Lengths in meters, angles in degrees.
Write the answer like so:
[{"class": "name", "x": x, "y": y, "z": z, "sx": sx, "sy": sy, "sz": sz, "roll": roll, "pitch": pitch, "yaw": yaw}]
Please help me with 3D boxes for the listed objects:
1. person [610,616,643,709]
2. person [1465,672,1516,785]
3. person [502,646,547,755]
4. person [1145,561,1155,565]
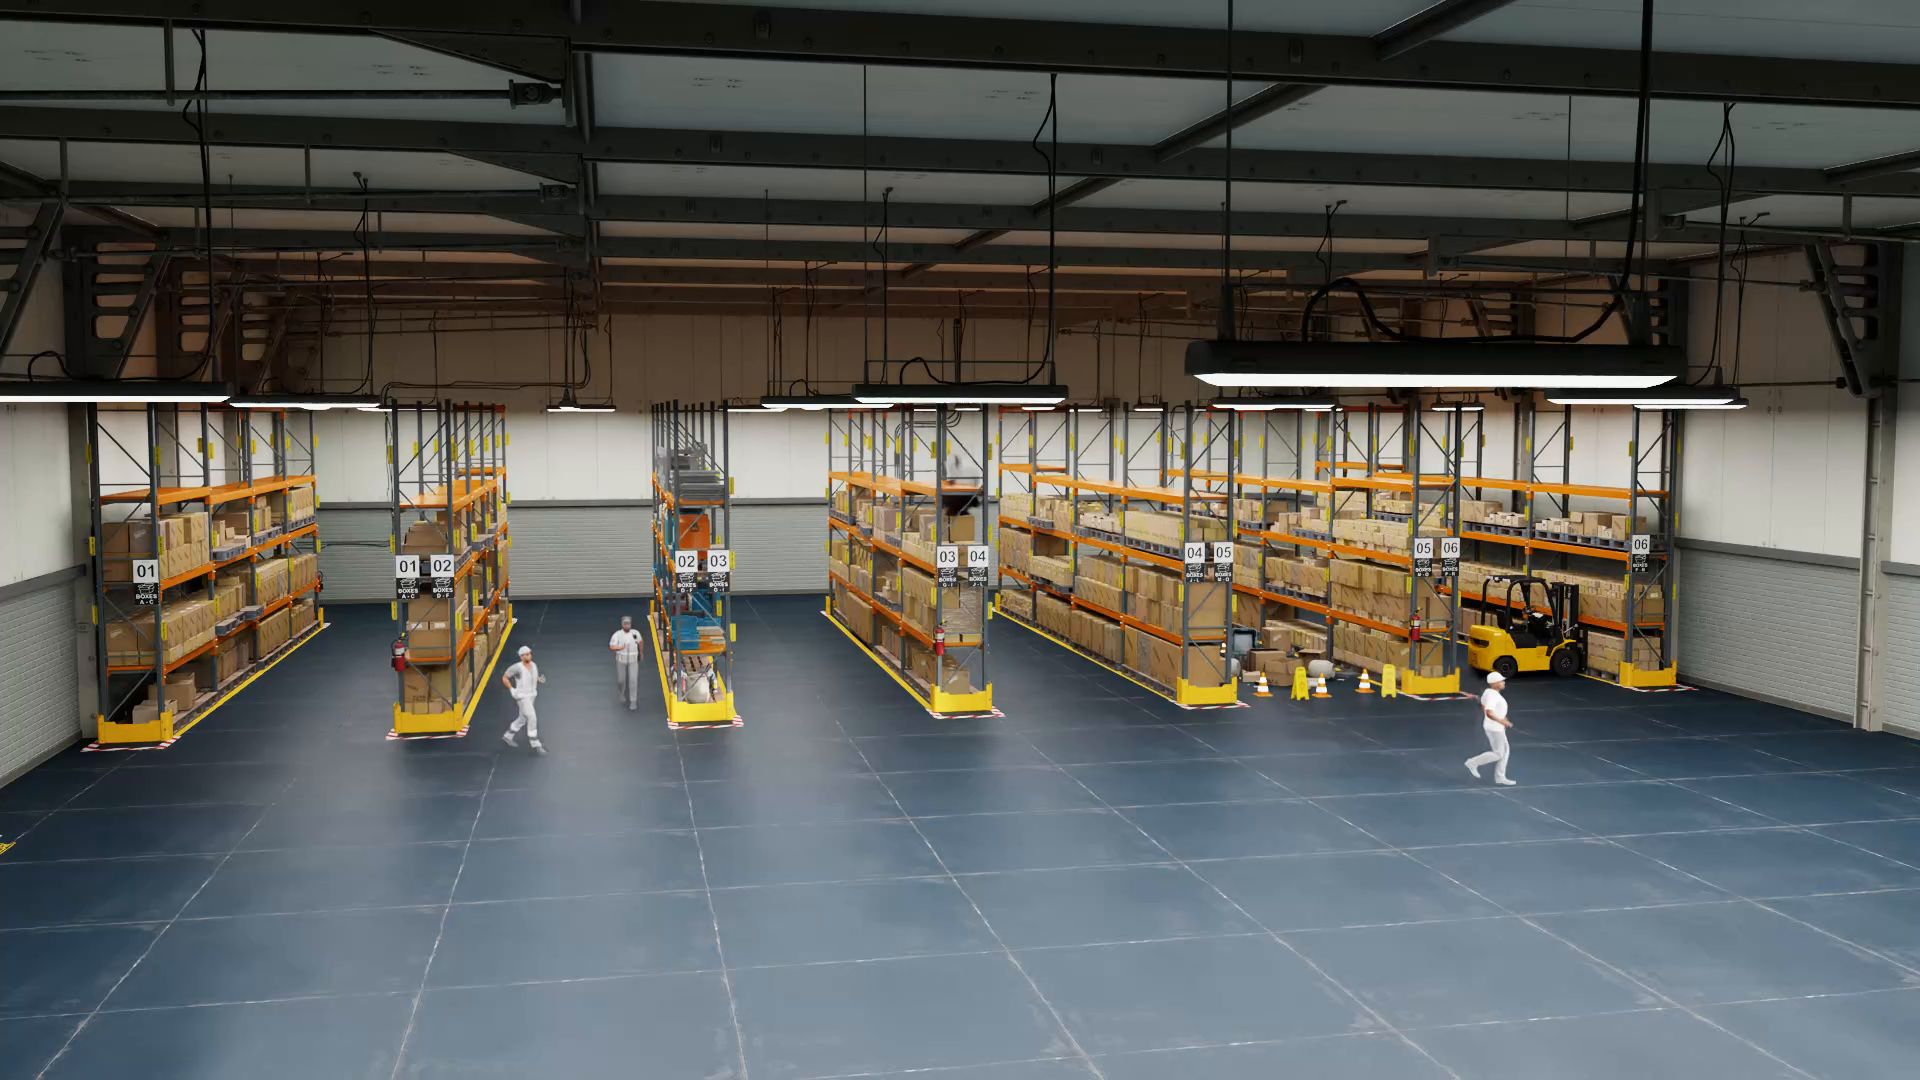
[{"class": "person", "x": -6.510, "y": 2.363, "z": 32.531, "sx": 0.662, "sy": 1.768, "sz": 0.987, "roll": -1, "pitch": 4, "yaw": -16}, {"class": "person", "x": 8.221, "y": 2.912, "z": 25.724, "sx": 0.768, "sy": 1.743, "sz": 0.697, "roll": 1, "pitch": 4, "yaw": 15}, {"class": "person", "x": -7.373, "y": 2.696, "z": 28.214, "sx": 0.916, "sy": 1.815, "sz": 0.629, "roll": 2, "pitch": 5, "yaw": 21}, {"class": "person", "x": 5.778, "y": 1.015, "z": 51.058, "sx": 0.601, "sy": 1.742, "sz": 0.745, "roll": 1, "pitch": 4, "yaw": 16}]
